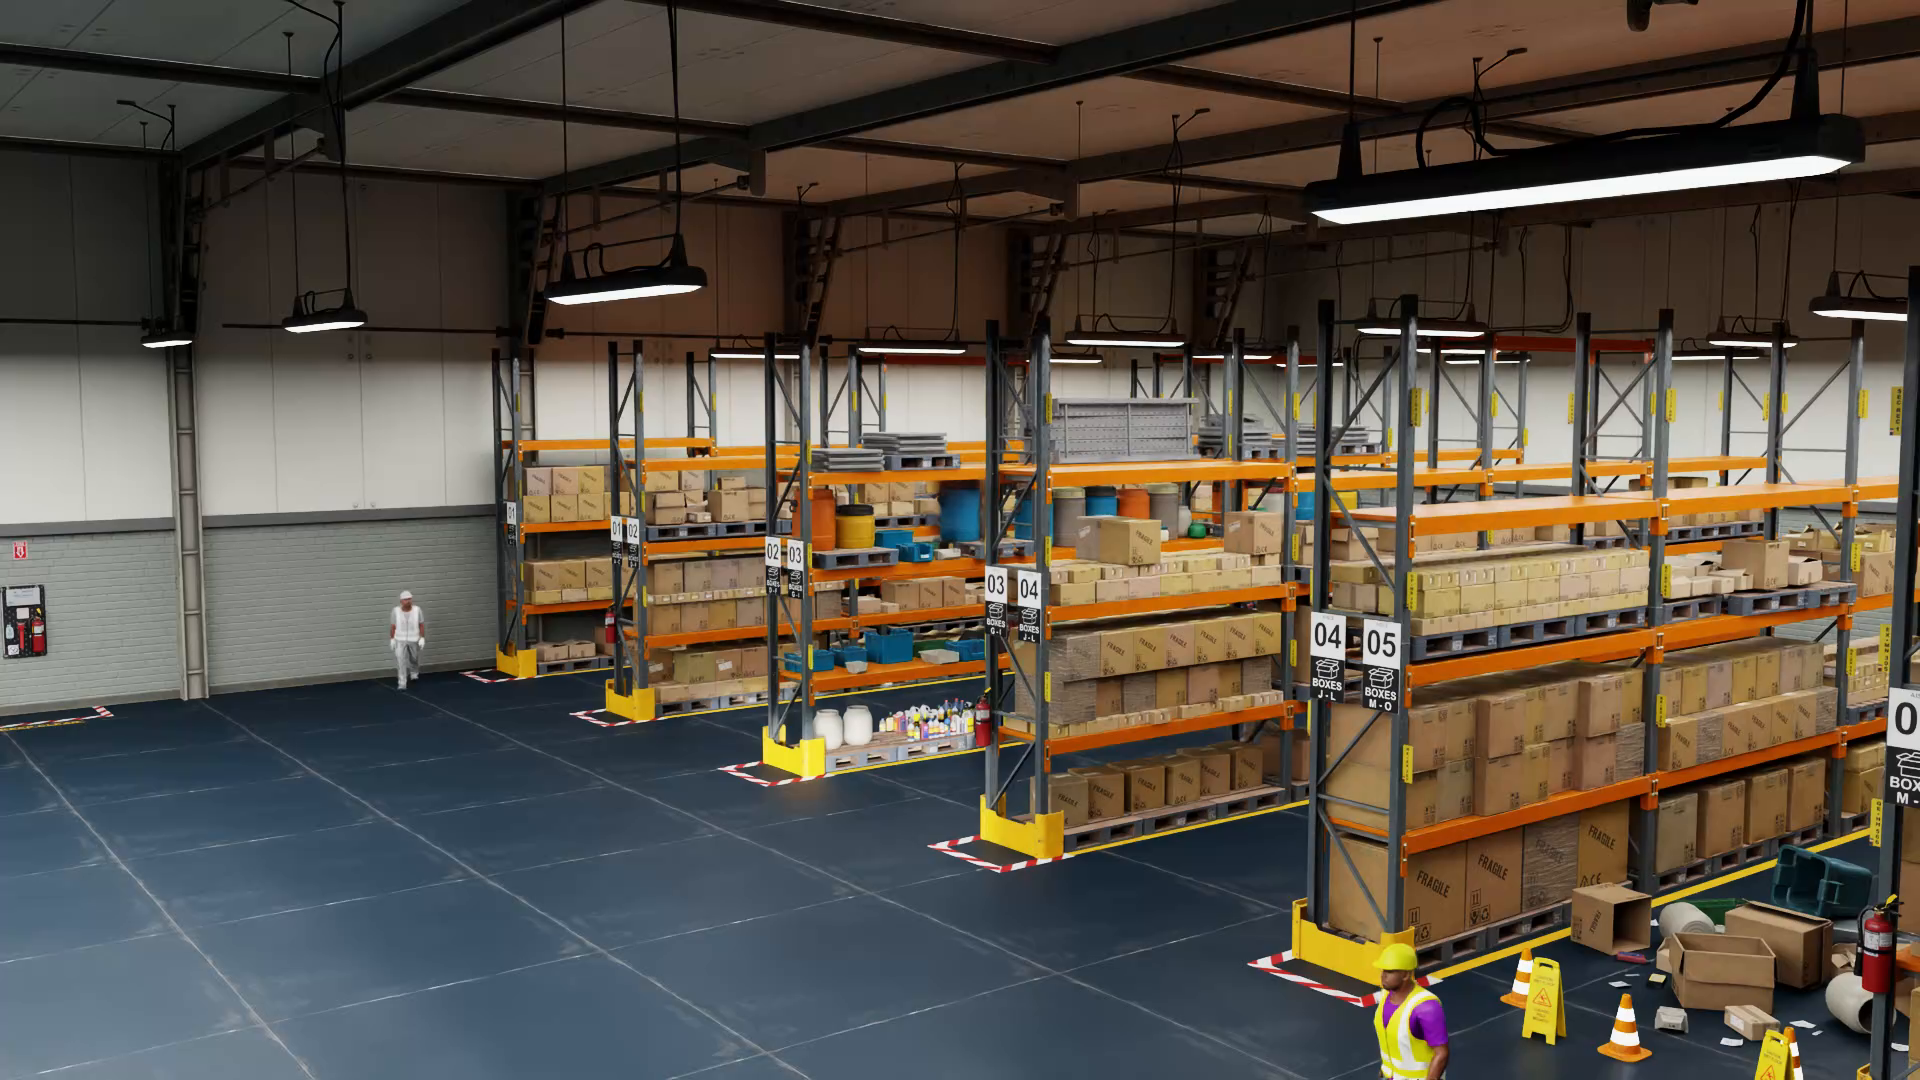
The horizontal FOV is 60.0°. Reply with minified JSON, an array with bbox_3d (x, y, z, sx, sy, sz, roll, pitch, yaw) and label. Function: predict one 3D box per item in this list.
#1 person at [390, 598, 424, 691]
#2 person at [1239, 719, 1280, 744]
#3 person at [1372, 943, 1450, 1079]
[{"bbox_3d":[-9.710,1.762,29.215,0.578,1.693,1.133,-2,5,-18],"label":"person"},{"bbox_3d":[4.207,2.132,23.363,1.034,1.424,0.458,-3,6,-31],"label":"person"},{"bbox_3d":[2.901,3.384,10.467,0.669,1.740,0.636,-2,5,-21],"label":"person"}]
